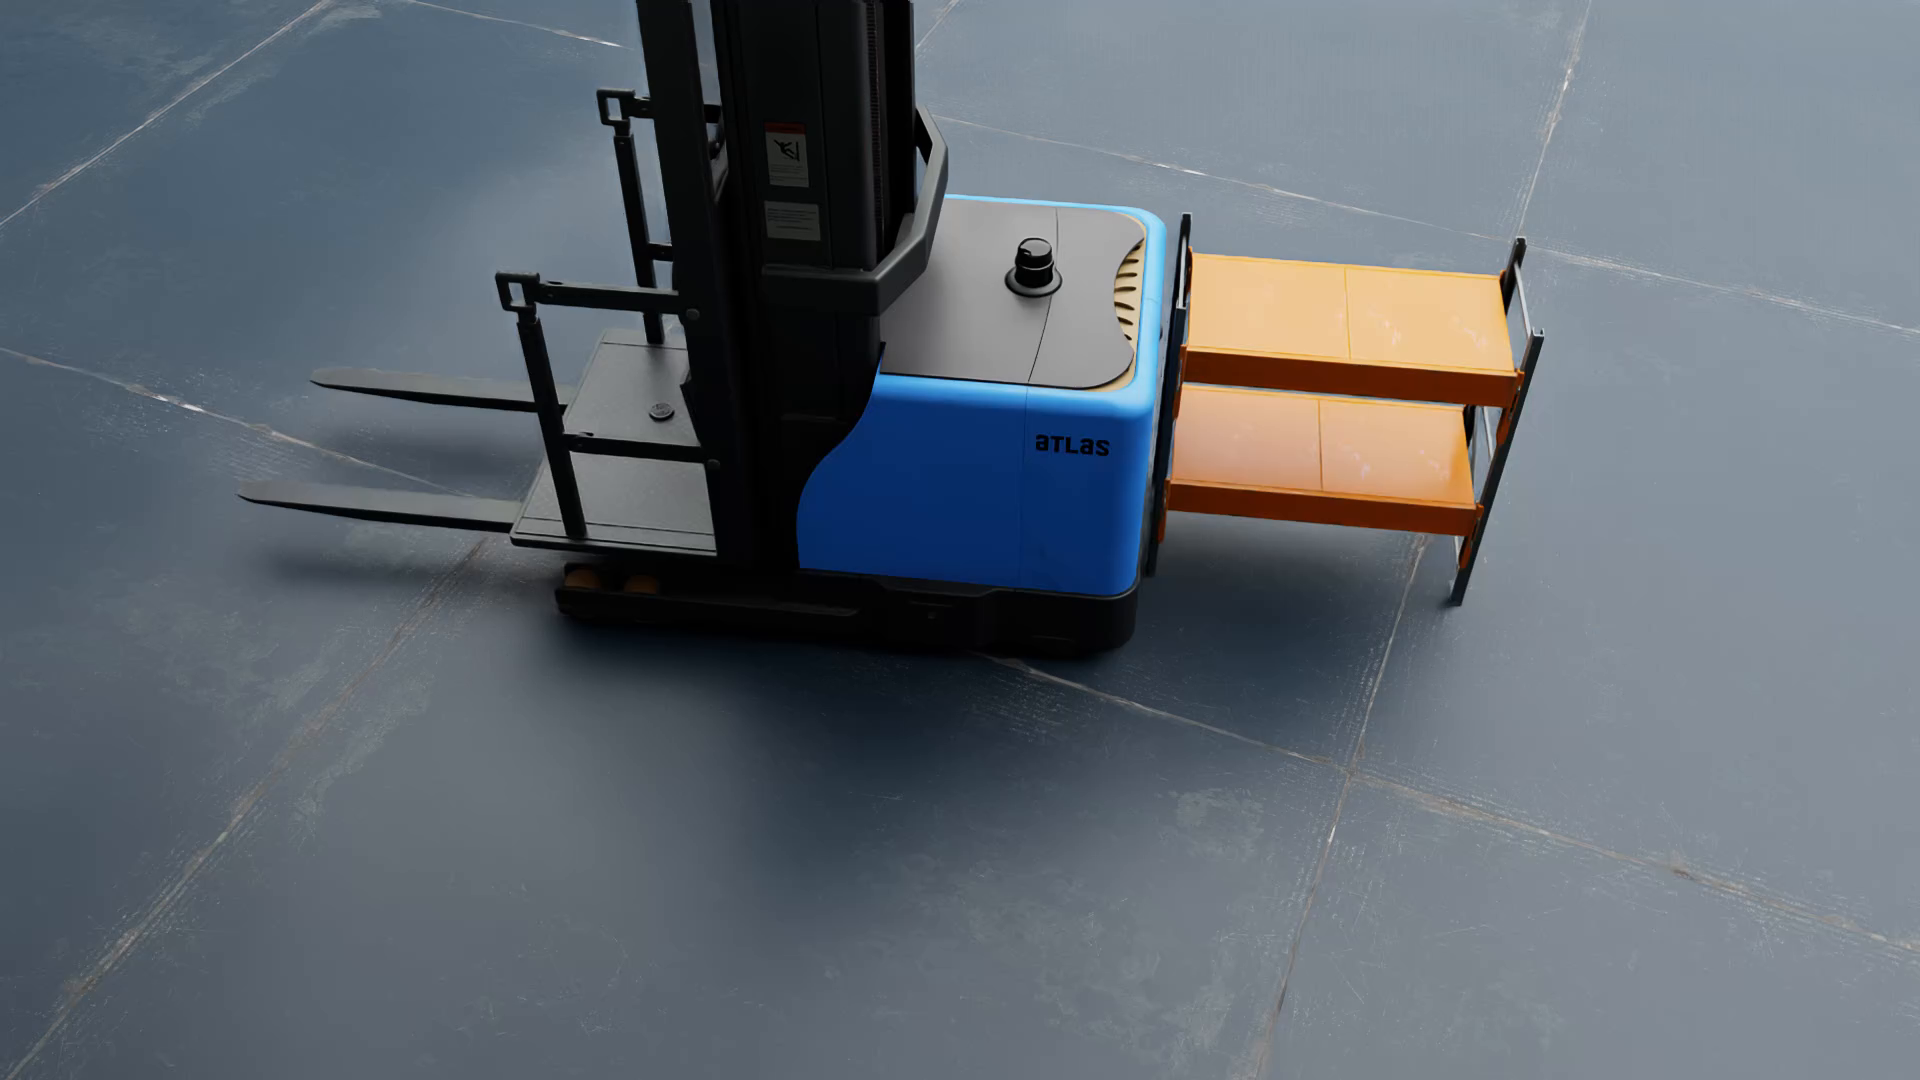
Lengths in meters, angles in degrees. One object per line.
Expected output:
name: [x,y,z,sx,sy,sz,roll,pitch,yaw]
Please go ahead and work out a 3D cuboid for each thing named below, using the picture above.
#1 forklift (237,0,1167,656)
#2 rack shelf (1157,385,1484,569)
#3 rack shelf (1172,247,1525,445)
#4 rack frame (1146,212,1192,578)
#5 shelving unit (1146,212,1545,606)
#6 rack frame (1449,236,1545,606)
forklift: [-0.888,-1.129,4.807,3.031,2.935,1.130,5,45,5]
rack shelf: [1.179,-0.228,5.529,1.000,0.278,0.538,5,45,5]
rack shelf: [1.179,-0.609,5.150,1.000,0.278,0.538,5,45,5]
rack frame: [0.675,-0.447,5.402,0.032,1.125,0.500,5,45,5]
shelving unit: [1.179,-0.402,5.356,1.048,1.125,0.538,5,45,5]
rack frame: [1.683,-0.356,5.310,0.032,1.125,0.500,5,45,5]
